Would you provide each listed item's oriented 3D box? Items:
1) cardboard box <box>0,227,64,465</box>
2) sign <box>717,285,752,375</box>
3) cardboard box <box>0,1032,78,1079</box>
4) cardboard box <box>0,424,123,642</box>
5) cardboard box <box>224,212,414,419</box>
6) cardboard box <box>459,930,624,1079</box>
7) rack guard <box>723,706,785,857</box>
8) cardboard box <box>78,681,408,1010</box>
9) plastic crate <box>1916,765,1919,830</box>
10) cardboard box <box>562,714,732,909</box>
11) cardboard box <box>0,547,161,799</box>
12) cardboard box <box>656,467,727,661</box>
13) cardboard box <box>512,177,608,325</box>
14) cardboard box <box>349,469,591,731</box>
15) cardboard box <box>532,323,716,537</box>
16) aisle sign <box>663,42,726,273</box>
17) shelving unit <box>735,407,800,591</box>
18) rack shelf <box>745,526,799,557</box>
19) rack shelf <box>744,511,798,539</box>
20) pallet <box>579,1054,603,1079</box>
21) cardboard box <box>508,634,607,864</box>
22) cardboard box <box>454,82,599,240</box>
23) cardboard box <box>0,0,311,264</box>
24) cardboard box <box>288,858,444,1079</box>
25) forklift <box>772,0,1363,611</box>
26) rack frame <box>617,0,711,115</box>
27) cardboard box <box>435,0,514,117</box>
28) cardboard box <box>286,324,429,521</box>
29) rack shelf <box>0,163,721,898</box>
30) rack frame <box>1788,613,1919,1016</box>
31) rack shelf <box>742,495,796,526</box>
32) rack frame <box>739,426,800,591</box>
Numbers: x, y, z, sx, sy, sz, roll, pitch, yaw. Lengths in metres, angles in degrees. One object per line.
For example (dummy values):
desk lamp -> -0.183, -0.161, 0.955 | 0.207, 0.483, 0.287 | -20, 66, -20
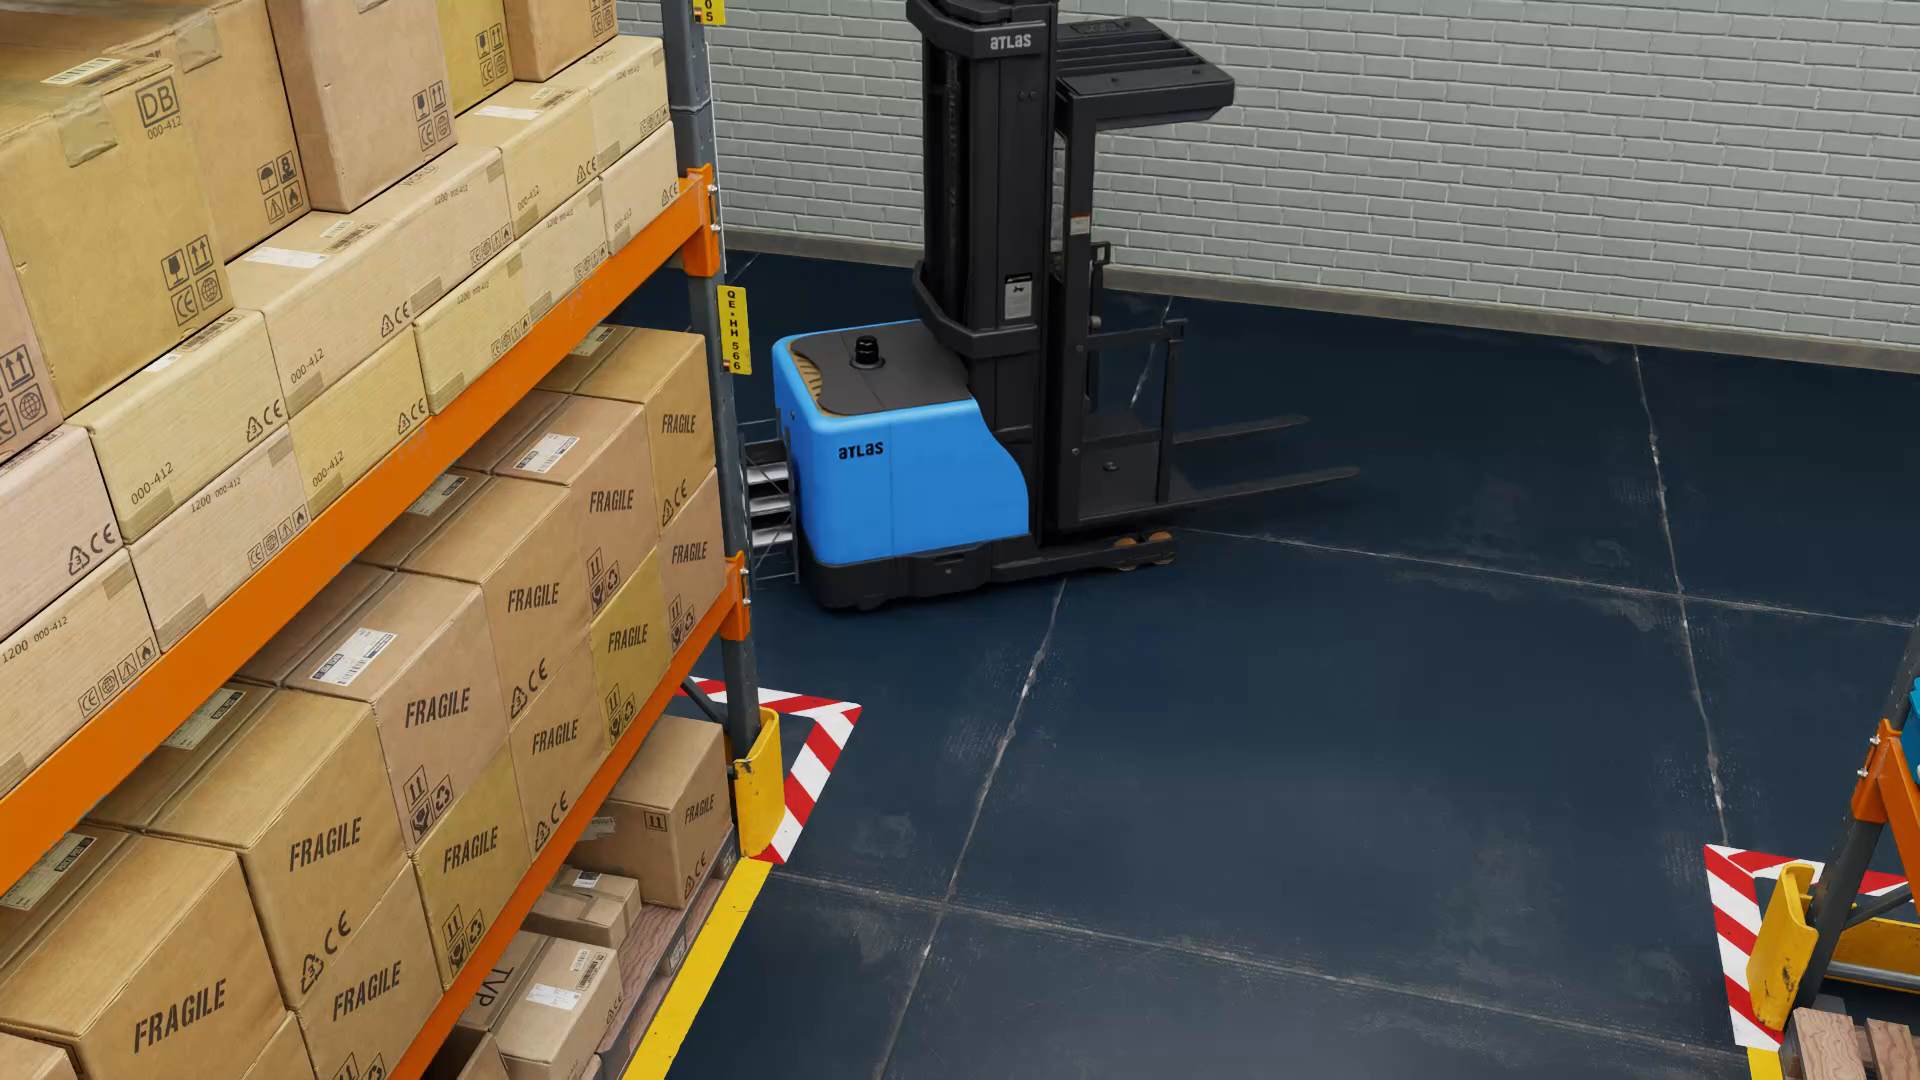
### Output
cardboard box -> -1.971, -0.335, 2.660 | 0.700, 0.500, 0.500 | 8, 33, 12
sign -> -0.774, -0.719, 5.711 | 0.100, 0.325, 0.005 | 8, 33, 12
cardboard box -> -1.929, 1.222, 3.006 | 0.500, 0.500, 0.500 | 9, 34, 14
cardboard box -> -1.832, 0.001, 2.831 | 0.500, 0.250, 0.500 | 8, 33, 12
cardboard box -> -1.567, -0.516, 3.644 | 0.500, 0.250, 0.500 | 8, 33, 12
cardboard box -> -1.476, 1.596, 5.596 | 0.500, 0.250, 0.500 | 8, 33, 12
rack guard -> -1.325, 0.911, 6.851 | 1.175, 0.500, 0.348 | 8, 33, 12
cardboard box -> -1.668, 0.688, 3.847 | 0.500, 0.500, 0.500 | 7, 33, 11
plastic crate -> 2.942, 0.818, 4.858 | 0.250, 0.136, 0.298 | 8, 33, 12
cardboard box -> -1.206, 1.002, 6.298 | 0.500, 0.500, 0.500 | 8, 33, 12
cardboard box -> -1.828, 0.213, 2.964 | 0.500, 0.250, 0.500 | 8, 33, 12
cardboard box -> -1.156, 0.044, 5.791 | 0.500, 0.500, 0.500 | 9, 34, 14
cardboard box -> -1.319, -0.825, 4.596 | 0.500, 0.250, 0.500 | 8, 33, 12
cardboard box -> -1.407, 0.153, 4.688 | 0.500, 0.500, 0.500 | 9, 34, 14
cardboard box -> -1.153, -0.379, 5.525 | 0.500, 0.500, 0.500 | 8, 33, 12
aisle sign -> -0.992, -1.274, 5.535 | 0.394, 0.787, 0.004 | 8, 33, 12
shelving unit -> -0.958, -0.197, 8.220 | 0.258, 0.900, 0.210 | -10, 34, -14
rack shelf -> -0.957, -0.017, 8.335 | 0.258, 0.077, 0.200 | -10, 34, -14
rack shelf -> -0.958, -0.093, 8.286 | 0.258, 0.077, 0.200 | -10, 34, -14
pallet -> -1.838, 2.078, 5.284 | 1.003, 0.211, 1.213 | 8, 33, 12
cardboard box -> -1.417, 0.572, 4.961 | 0.500, 0.500, 0.500 | 8, 33, 13
cardboard box -> -1.316, -1.036, 4.461 | 0.500, 0.250, 0.500 | 8, 33, 12
cardboard box -> -1.870, -0.876, 3.510 | 0.700, 0.500, 0.500 | 8, 33, 12
cardboard box -> -1.672, 1.098, 4.134 | 0.500, 0.500, 0.500 | 8, 33, 12
forklift -> 0.618, -1.340, 8.126 | 3.031, 2.935, 1.130 | -9, 34, -15
rack frame -> -1.306, -2.715, 4.633 | 1.000, 3.000, 0.127 | 8, 33, 12
cardboard box -> -1.629, -1.396, 4.329 | 0.700, 0.500, 0.500 | 8, 33, 12
cardboard box -> -1.576, -0.307, 3.780 | 0.500, 0.250, 0.500 | 8, 33, 12
rack shelf -> -1.814, -0.107, 3.998 | 1.077, 0.370, 4.000 | 8, 33, 12
rack frame -> 3.484, 0.493, 5.178 | 1.000, 3.000, 0.127 | 8, 33, 12
rack shelf -> -0.958, -0.169, 8.238 | 0.258, 0.077, 0.200 | -10, 34, -14
rack frame -> -0.928, -0.145, 8.138 | 0.240, 0.900, 0.006 | -10, 34, -14
